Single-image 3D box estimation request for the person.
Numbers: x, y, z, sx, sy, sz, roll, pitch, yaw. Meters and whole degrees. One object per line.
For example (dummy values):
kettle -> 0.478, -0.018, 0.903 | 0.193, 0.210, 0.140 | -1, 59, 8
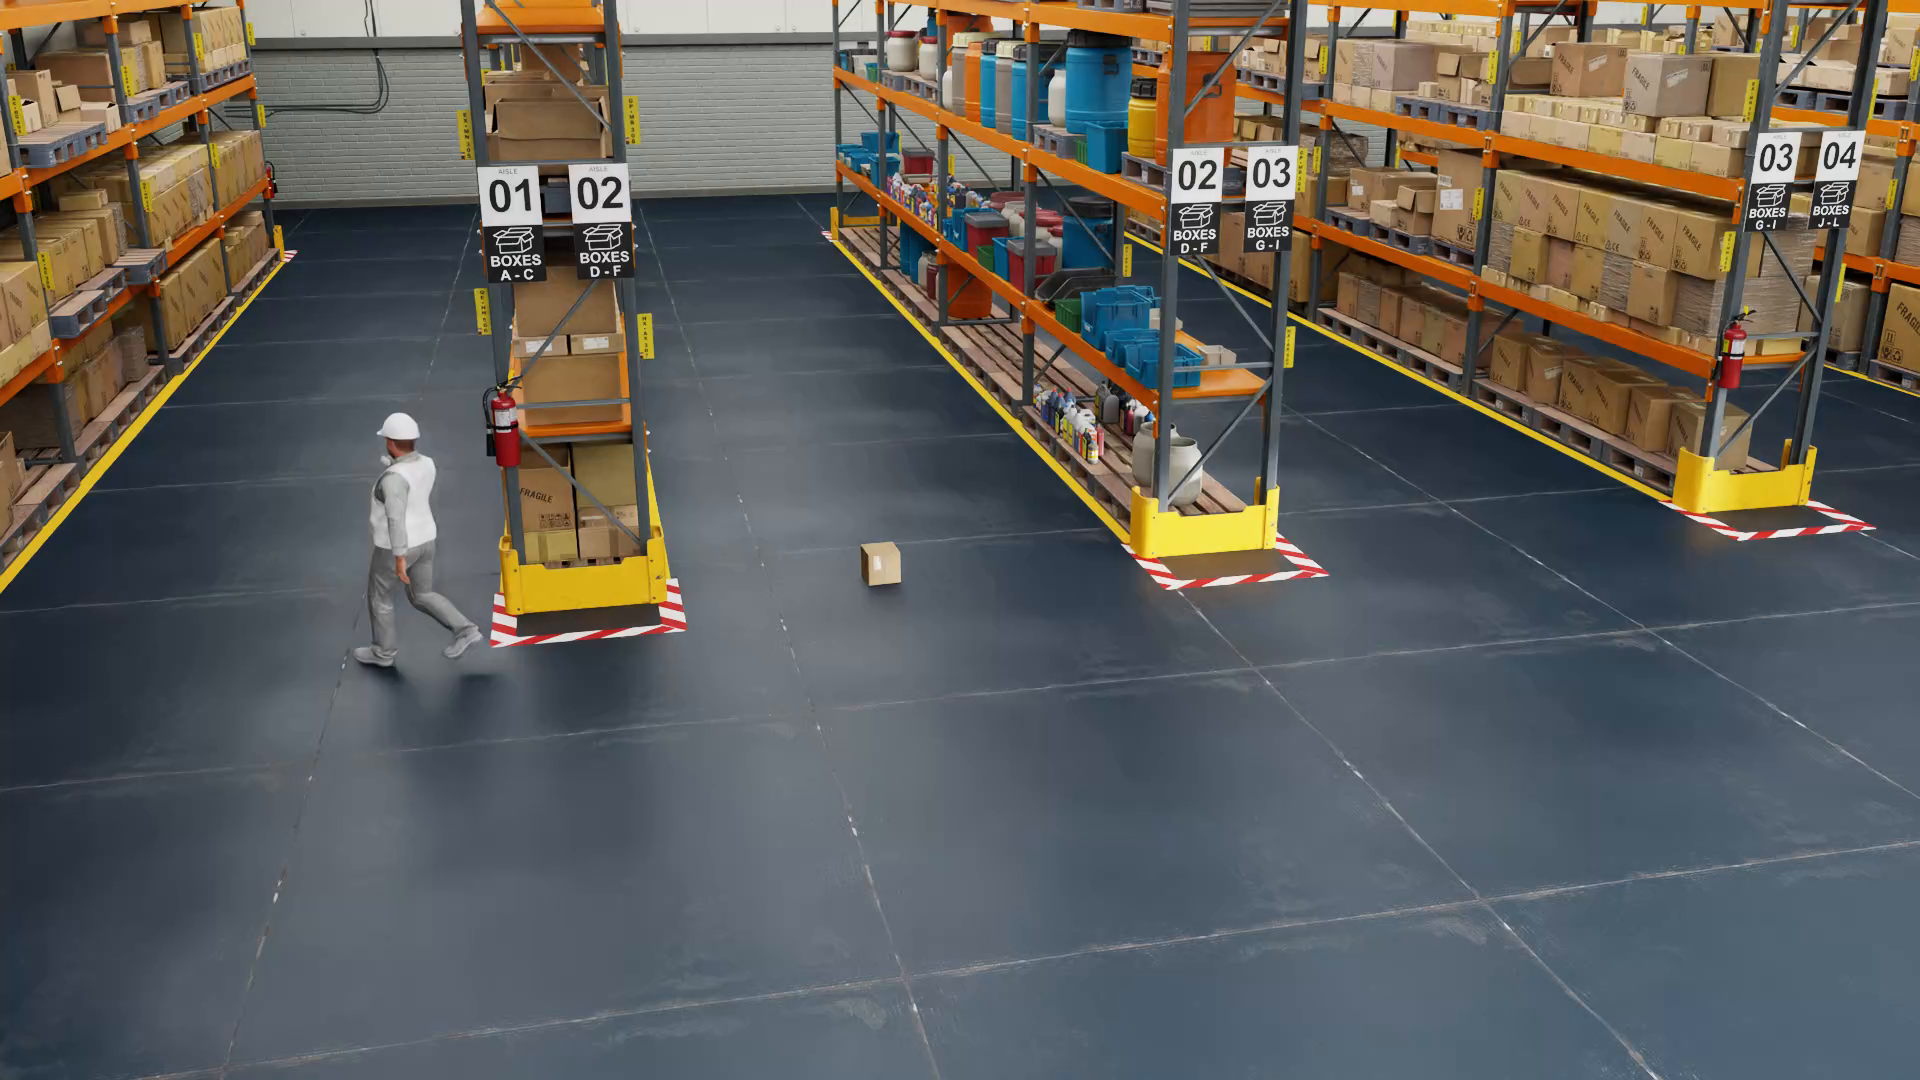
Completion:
person -> -3.661, 0.011, 11.011 | 0.899, 1.734, 0.569 | 6, 20, 17
